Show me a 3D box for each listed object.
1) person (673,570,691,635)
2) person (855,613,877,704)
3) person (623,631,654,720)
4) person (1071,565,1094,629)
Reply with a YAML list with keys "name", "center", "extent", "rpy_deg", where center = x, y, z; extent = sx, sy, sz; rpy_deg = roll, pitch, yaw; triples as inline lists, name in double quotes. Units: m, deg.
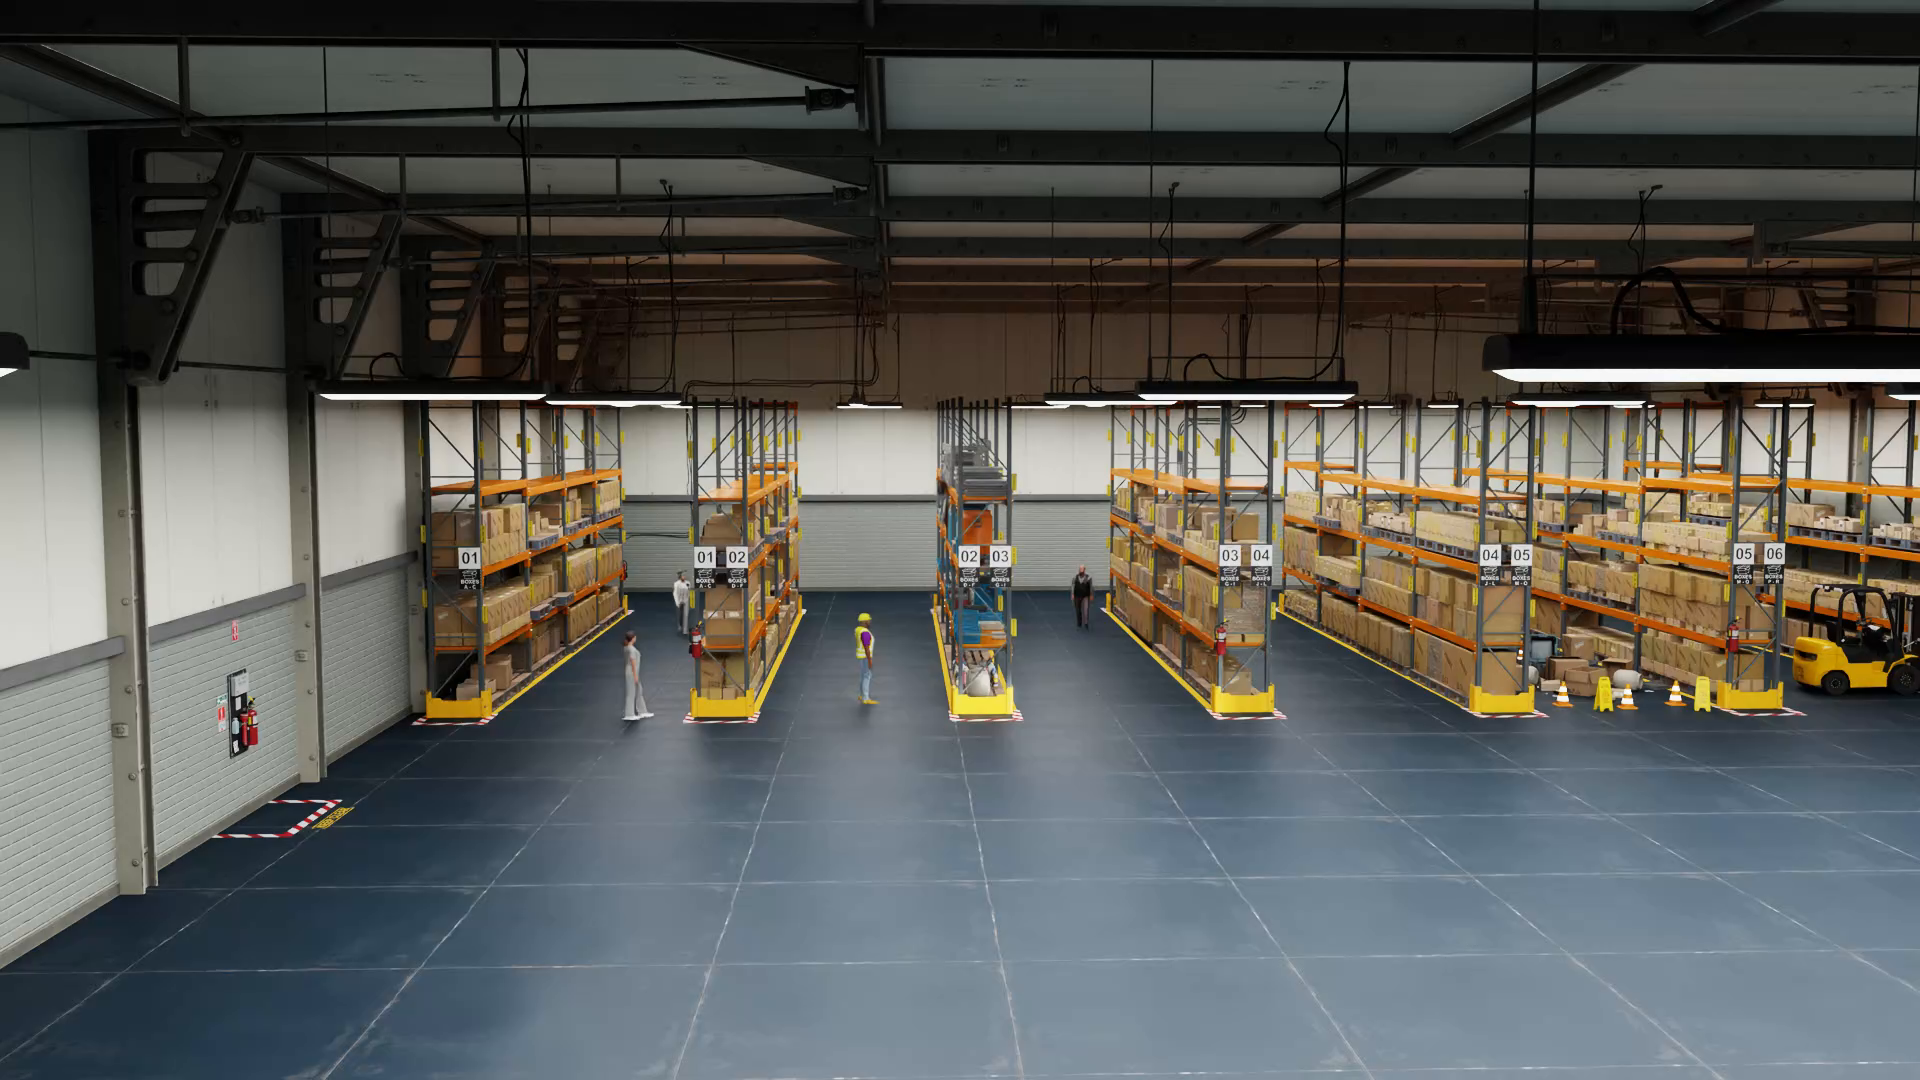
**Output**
- name: "person"
  center: [-7.153, 1.590, 42.841]
  extent: [0.455, 1.643, 0.952]
  rpy_deg: [-1, 4, -8]
- name: "person"
  center: [-1.850, 2.357, 32.652]
  extent: [0.402, 1.843, 0.631]
  rpy_deg: [-1, 4, -11]
- name: "person"
  center: [-5.988, 2.508, 30.927]
  extent: [0.559, 1.672, 0.515]
  rpy_deg: [-1, 4, -10]
- name: "person"
  center: [3.209, 1.491, 43.688]
  extent: [0.600, 1.652, 1.063]
  rpy_deg: [0, 4, 5]
